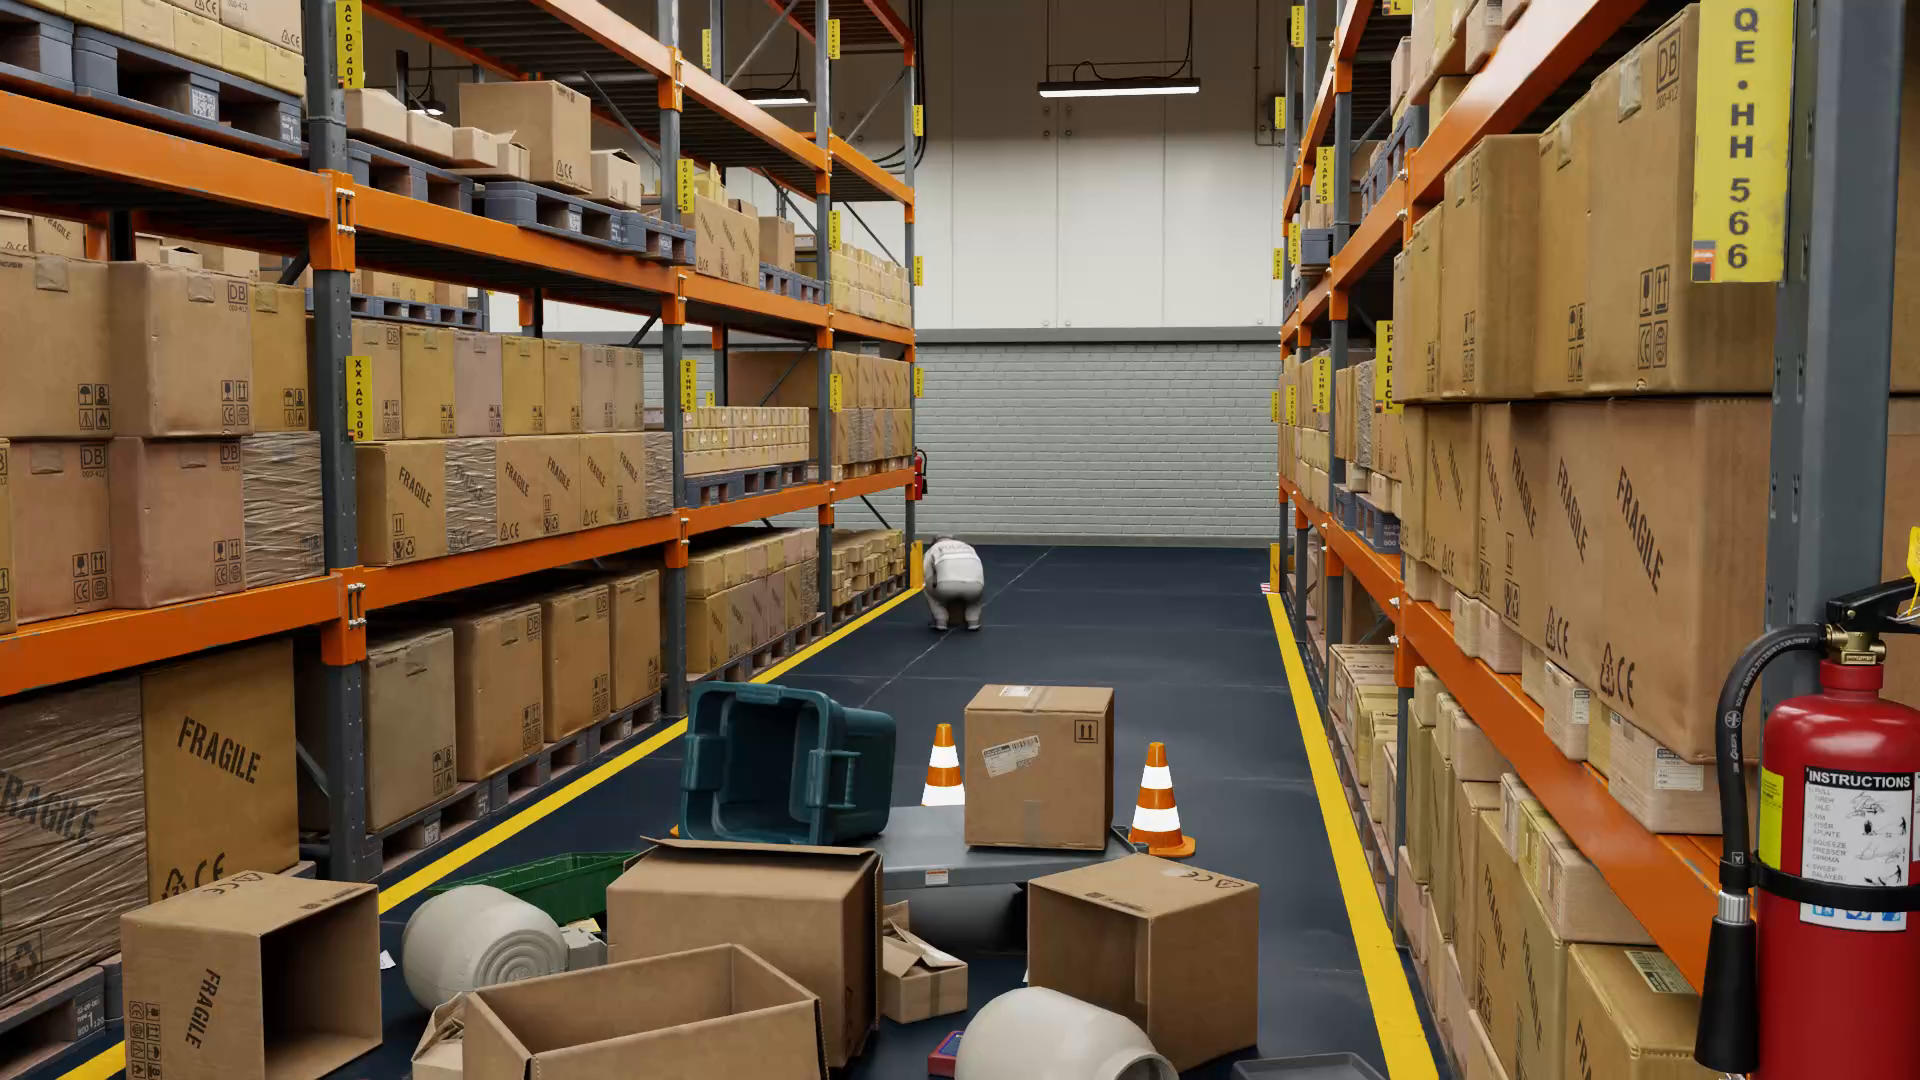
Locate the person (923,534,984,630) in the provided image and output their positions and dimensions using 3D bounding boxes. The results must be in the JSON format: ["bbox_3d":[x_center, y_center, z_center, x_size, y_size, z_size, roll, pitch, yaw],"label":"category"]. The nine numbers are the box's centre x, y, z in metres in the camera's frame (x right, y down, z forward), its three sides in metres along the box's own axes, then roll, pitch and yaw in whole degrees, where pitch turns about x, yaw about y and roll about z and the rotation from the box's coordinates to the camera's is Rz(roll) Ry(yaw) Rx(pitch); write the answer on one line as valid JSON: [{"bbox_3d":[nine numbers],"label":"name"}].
[{"bbox_3d":[-0.060,0.408,14.885,0.541,0.877,1.001,0,4,-6],"label":"person"}]
